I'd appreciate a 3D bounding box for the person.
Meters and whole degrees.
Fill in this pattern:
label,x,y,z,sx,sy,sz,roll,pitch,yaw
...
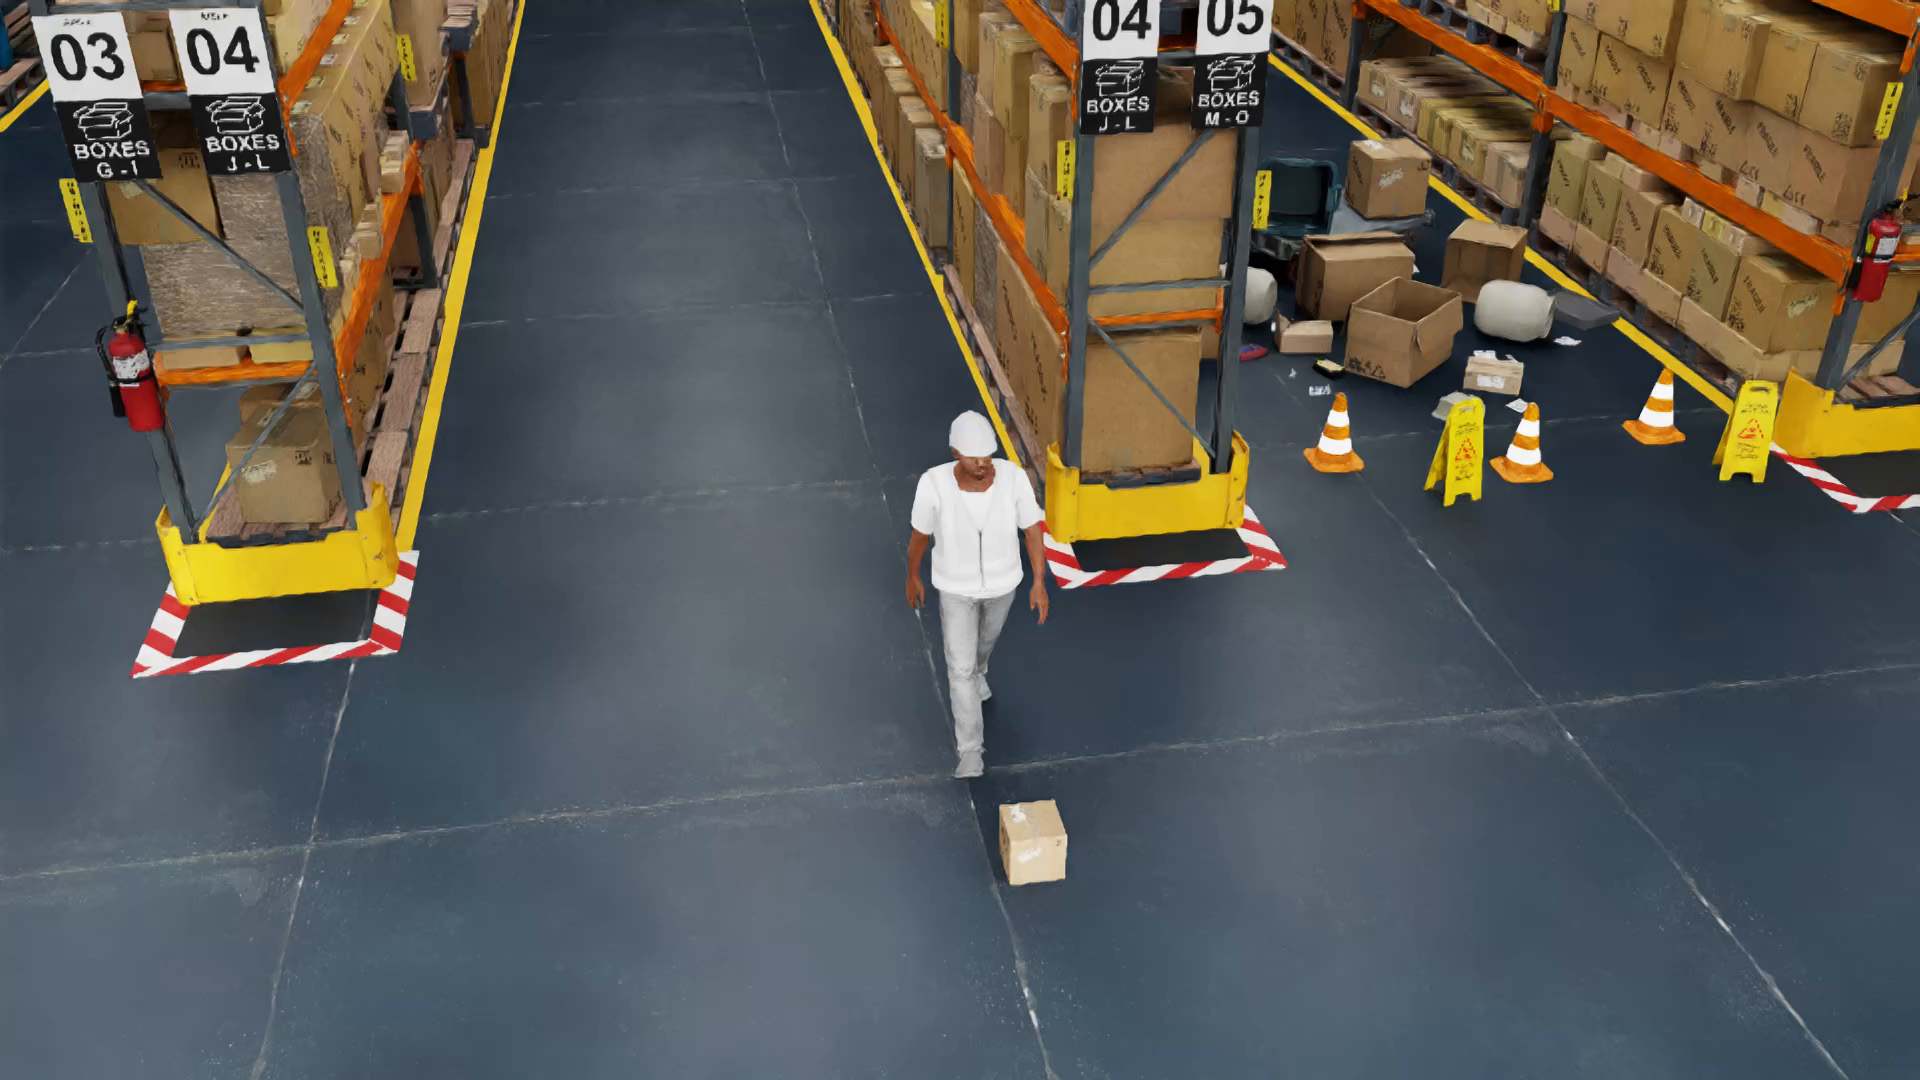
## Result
label,x,y,z,sx,sy,sz,roll,pitch,yaw
person,0.085,0.211,7.759,0.626,1.730,0.999,-6,31,-10
